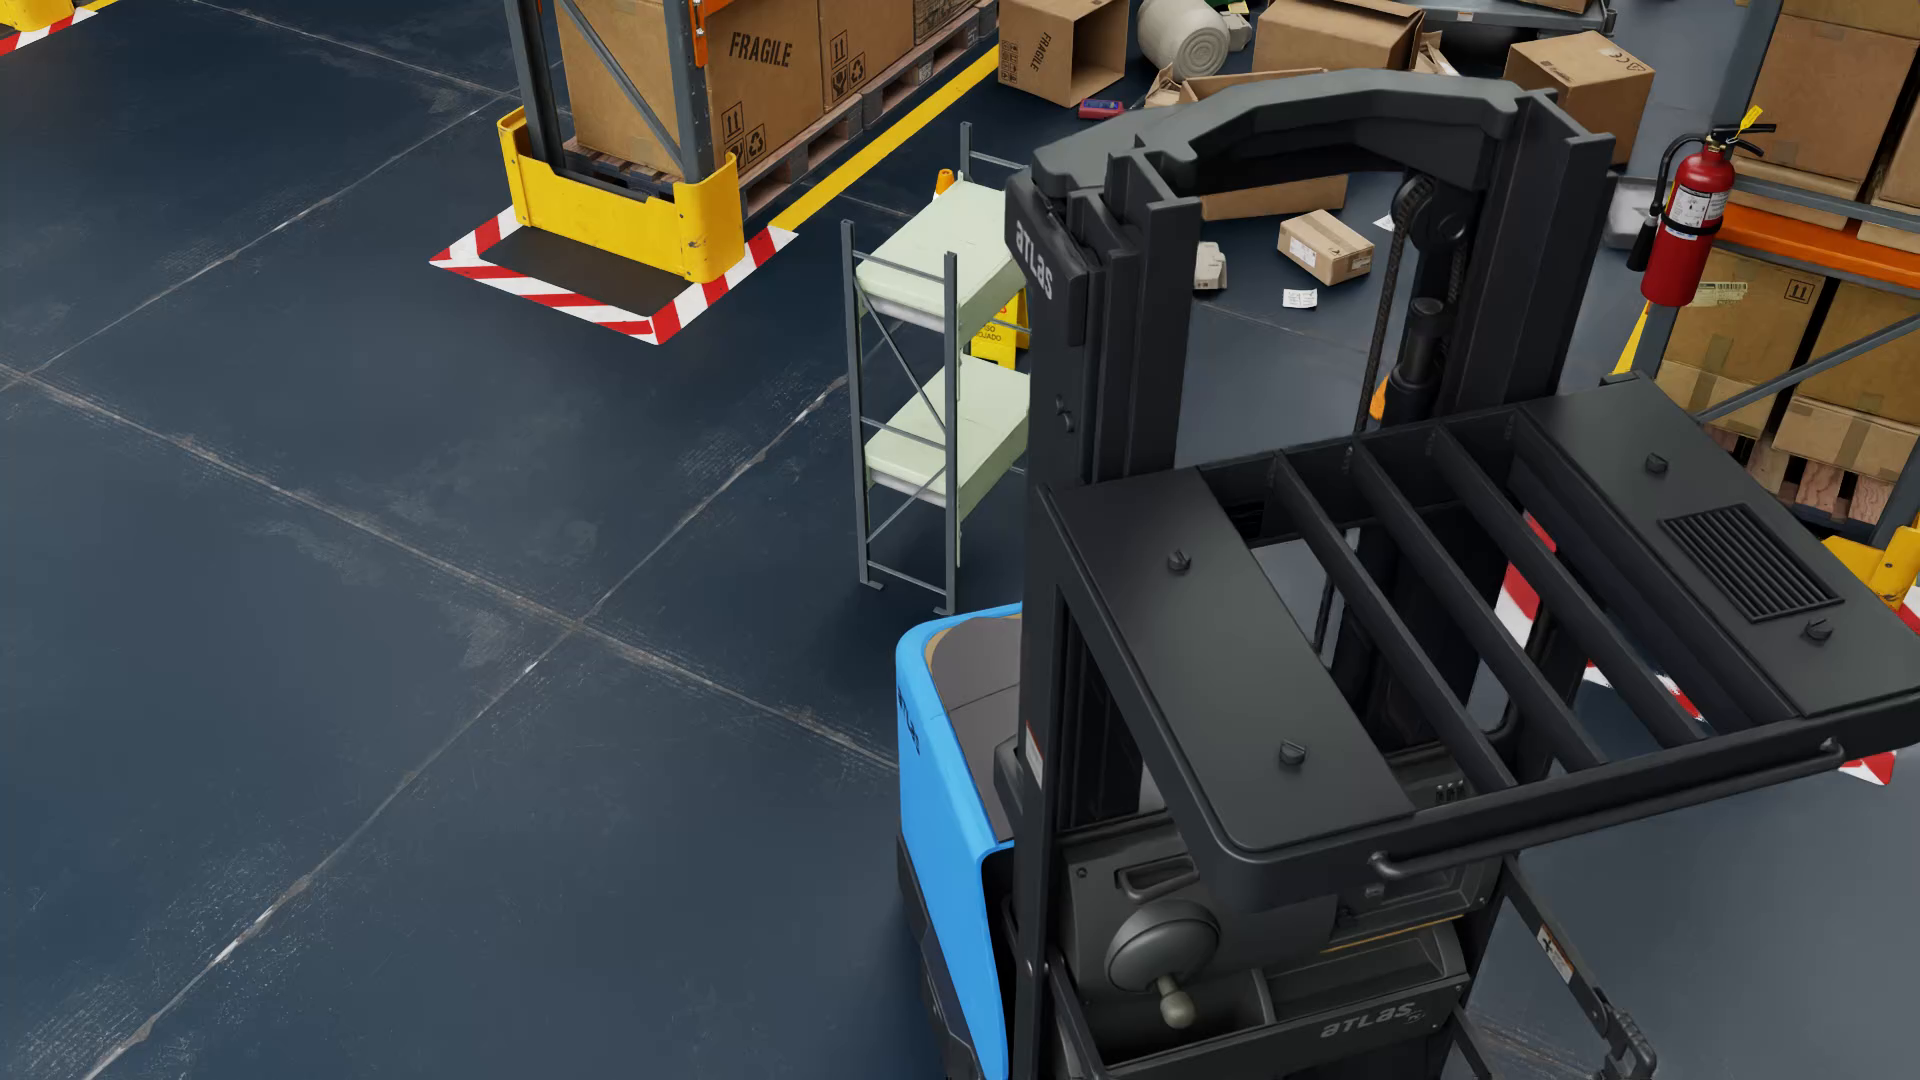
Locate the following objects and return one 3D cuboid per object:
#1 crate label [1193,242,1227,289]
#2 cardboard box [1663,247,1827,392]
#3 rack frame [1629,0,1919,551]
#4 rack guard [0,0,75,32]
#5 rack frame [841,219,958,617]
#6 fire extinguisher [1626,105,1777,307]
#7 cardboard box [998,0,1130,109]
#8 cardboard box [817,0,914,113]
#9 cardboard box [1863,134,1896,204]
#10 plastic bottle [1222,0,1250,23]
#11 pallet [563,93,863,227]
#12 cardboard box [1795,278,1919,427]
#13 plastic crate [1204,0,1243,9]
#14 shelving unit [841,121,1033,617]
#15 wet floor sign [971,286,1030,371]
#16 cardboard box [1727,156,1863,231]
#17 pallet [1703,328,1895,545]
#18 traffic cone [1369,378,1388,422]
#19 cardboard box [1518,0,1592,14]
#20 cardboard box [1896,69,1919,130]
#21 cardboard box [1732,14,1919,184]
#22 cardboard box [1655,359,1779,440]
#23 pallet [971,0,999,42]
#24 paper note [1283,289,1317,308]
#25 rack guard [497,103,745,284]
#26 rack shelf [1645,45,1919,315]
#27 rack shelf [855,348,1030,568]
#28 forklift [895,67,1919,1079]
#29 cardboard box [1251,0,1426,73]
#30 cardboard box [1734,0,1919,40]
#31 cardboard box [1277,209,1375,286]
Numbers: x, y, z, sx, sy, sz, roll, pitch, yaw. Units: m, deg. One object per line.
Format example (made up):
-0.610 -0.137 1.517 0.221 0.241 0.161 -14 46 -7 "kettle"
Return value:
1.085 -1.245 7.560 0.250 0.136 0.298 0 41 0 "crate label"
2.954 -0.956 6.261 0.500 0.500 0.500 21 46 22 "cardboard box"
2.778 -1.004 5.120 1.000 3.000 0.127 21 45 22 "rack frame"
-5.764 -3.387 9.717 1.175 0.500 0.348 21 45 22 "rack guard"
-0.186 -0.350 5.512 0.400 1.500 0.023 21 45 22 "rack frame"
2.322 -1.062 5.245 0.296 0.674 0.183 21 45 22 "fire extinguisher"
0.555 -2.707 8.944 0.500 0.500 0.500 29 49 29 "cardboard box"
-0.837 -2.857 8.515 0.875 0.875 0.875 20 45 21 "cardboard box"
3.242 -1.185 5.516 0.380 0.149 0.250 22 46 23 "cardboard box"
1.612 -3.112 9.737 0.133 0.061 0.283 0 41 0 "plastic bottle"
-1.225 -2.020 8.384 1.003 0.211 1.213 21 45 22 "pallet"
3.433 -0.795 6.078 0.500 0.500 0.500 19 45 21 "cardboard box"
1.491 -3.305 9.818 0.662 0.188 0.450 -21 35 -22 "plastic crate"
-0.003 -0.559 5.750 0.431 1.500 0.755 21 45 22 "shelving unit"
0.142 -1.028 6.929 0.267 0.644 0.232 14 43 15 "wet floor sign"
2.780 -1.194 5.527 0.380 0.149 0.250 22 46 23 "cardboard box"
3.254 -0.454 6.606 1.003 0.211 1.213 21 45 22 "pallet"
1.877 -0.724 6.723 0.336 0.463 0.334 21 45 22 "traffic cone"
3.224 -3.210 8.944 0.500 0.500 0.500 21 45 22 "cardboard box"
3.512 -1.630 5.530 0.500 0.500 0.500 22 46 23 "cardboard box"
2.811 -1.555 5.445 0.500 0.500 0.500 20 45 21 "cardboard box"
2.962 -0.695 6.532 0.500 0.250 0.500 21 45 22 "cardboard box"
-0.004 -3.416 9.970 1.003 0.211 1.213 21 45 22 "pallet"
1.528 -1.089 7.463 0.148 0.019 0.142 7 42 8 "paper note"
-1.570 -1.631 7.724 1.175 0.500 0.348 21 45 22 "rack guard"
3.779 -1.878 6.658 1.077 0.370 4.000 21 45 22 "rack shelf"
-0.003 -0.314 5.965 0.431 0.370 0.720 21 45 22 "rack shelf"
0.722 0.777 3.150 1.130 2.935 3.031 -11 43 -12 "forklift"
1.926 -2.498 8.603 0.797 0.637 0.503 21 45 22 "cardboard box"
2.845 -1.893 5.072 0.700 0.500 0.500 20 45 21 "cardboard box"
1.685 -1.352 7.672 0.250 0.149 0.380 -21 45 -22 "cardboard box"
